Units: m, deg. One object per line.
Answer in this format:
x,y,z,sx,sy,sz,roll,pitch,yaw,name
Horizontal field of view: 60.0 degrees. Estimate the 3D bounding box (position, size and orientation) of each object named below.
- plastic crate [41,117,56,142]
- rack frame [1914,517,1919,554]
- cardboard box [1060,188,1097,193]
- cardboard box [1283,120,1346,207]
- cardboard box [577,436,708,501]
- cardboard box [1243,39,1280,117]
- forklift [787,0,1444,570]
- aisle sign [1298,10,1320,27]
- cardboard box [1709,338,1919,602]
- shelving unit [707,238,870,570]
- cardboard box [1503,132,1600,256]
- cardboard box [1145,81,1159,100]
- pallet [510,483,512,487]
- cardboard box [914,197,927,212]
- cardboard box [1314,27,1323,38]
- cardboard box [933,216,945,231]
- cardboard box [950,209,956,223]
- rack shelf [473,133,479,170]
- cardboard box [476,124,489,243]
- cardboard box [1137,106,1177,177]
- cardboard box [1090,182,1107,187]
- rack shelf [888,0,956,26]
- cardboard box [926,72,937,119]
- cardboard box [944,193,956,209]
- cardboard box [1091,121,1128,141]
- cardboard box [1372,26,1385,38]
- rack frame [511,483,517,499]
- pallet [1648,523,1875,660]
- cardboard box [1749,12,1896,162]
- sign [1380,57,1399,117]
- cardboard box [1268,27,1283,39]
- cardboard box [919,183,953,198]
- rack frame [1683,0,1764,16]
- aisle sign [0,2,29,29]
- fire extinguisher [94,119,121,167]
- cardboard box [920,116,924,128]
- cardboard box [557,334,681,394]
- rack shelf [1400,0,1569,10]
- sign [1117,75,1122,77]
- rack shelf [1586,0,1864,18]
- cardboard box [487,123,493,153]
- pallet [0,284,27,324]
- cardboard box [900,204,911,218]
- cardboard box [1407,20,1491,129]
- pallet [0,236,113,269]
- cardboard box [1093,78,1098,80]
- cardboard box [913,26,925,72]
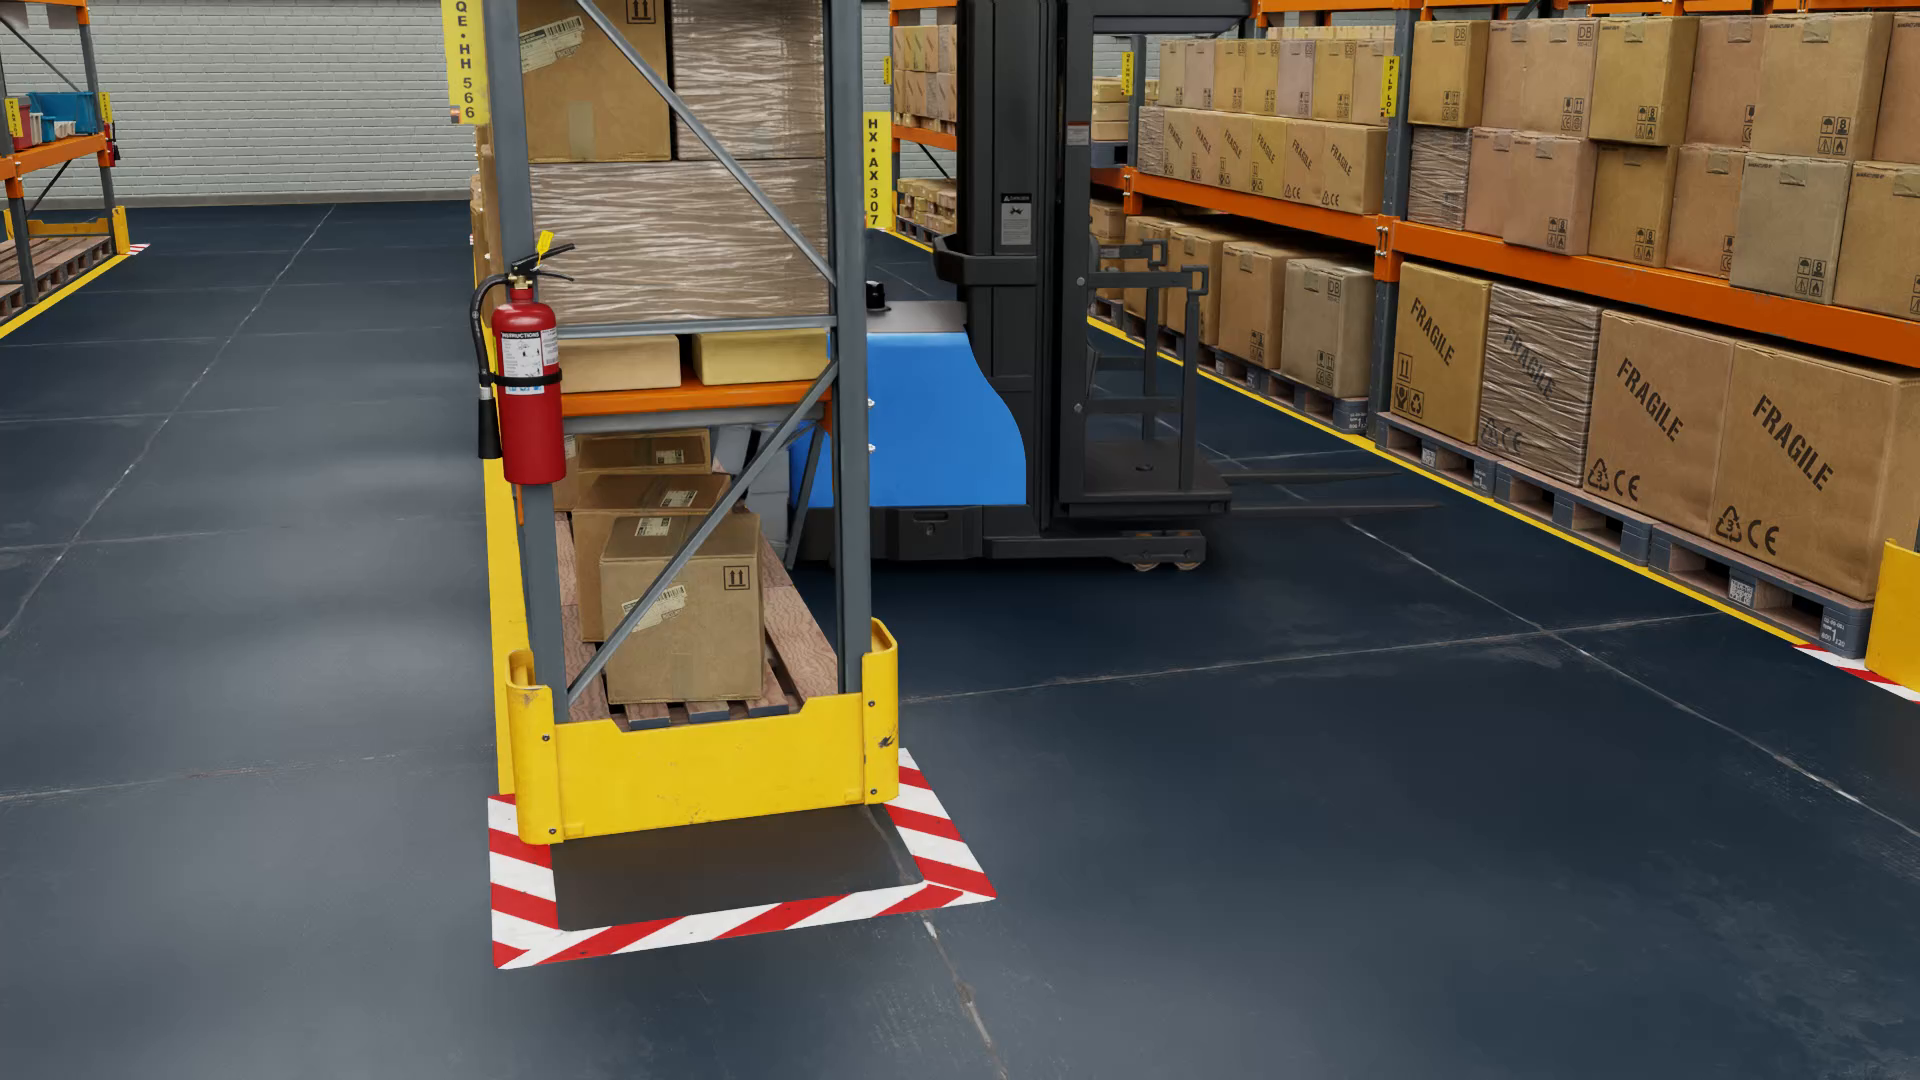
-9.115,-4.034,16.356,0.416,0.233,0.300,-5,17,-15,plastic crate
4.030,-0.964,5.946,1.000,3.000,0.127,-5,17,-15,rack frame
0.966,-3.132,15.477,0.500,0.250,0.500,-4,17,-13,cardboard box
2.392,-2.381,10.491,0.500,0.500,0.500,-5,17,-16,cardboard box
-1.273,-0.115,6.735,0.500,0.500,0.500,-3,17,-10,cardboard box
2.369,-3.155,11.331,0.700,0.500,0.500,-5,17,-16,cardboard box
0.714,-1.420,7.583,3.031,2.935,1.130,-1,17,-3,forklift
4.643,-7.098,21.850,0.394,0.787,0.004,-5,17,-15,aisle sign
3.780,-0.330,6.799,0.875,0.875,0.875,-5,17,-15,cardboard box
-0.956,-0.775,7.574,0.538,1.500,1.048,8,17,-22,shelving unit
3.252,-1.732,8.243,0.875,0.550,0.550,-5,17,-15,cardboard box
1.751,-3.828,14.154,0.380,0.149,0.250,-5,17,-16,cardboard box
-2.081,-0.586,9.535,1.003,0.211,1.213,-5,17,-15,pallet
-0.330,-3.982,19.703,0.380,0.149,0.250,-4,17,-14,cardboard box
4.538,-6.166,20.226,0.380,0.149,0.250,-5,17,-15,cardboard box
-0.093,-3.628,19.042,0.380,0.149,0.250,-5,17,-15,cardboard box
0.100,-3.616,18.484,0.380,0.149,0.250,-4,17,-14,cardboard box
-4.614,-4.128,17.729,1.077,0.370,4.000,-5,17,-15,rack shelf
-1.698,-1.626,7.460,0.875,0.500,0.500,-5,17,-15,cardboard box
1.695,-3.079,12.814,0.500,0.500,0.500,-5,17,-15,cardboard box
1.308,-3.317,16.092,0.500,0.250,0.500,-4,17,-13,cardboard box
0.183,-5.928,18.510,1.077,0.370,4.000,-5,17,-15,rack shelf
-0.069,-5.011,18.728,0.500,0.500,0.500,-5,17,-17,cardboard box
0.041,-3.763,18.457,0.380,0.149,0.250,-6,18,-18,cardboard box
1.254,-3.358,13.622,0.380,0.149,0.250,-4,17,-14,cardboard box
4.959,-5.820,19.073,0.380,0.149,0.250,-5,17,-16,cardboard box
-1.866,-1.706,8.417,1.000,3.000,0.127,-5,17,-15,rack frame
3.735,0.157,7.063,1.003,0.211,1.213,-5,17,-15,pallet
3.725,-1.803,6.603,0.875,0.550,0.550,-5,17,-15,cardboard box
2.412,-2.541,9.323,0.100,0.325,0.005,-5,17,-15,sign
4.196,-6.526,21.425,0.380,0.149,0.250,-4,17,-14,cardboard box
-0.264,-4.130,19.678,0.380,0.149,0.250,-6,18,-18,cardboard box
6.563,-3.596,14.709,1.000,3.000,0.127,-5,17,-15,rack frame
-10.231,-5.875,17.778,0.394,0.787,0.004,-5,17,-15,aisle sign
-9.531,-4.496,18.487,0.296,0.674,0.183,-5,17,-15,fire extinguisher
-0.258,-4.947,19.643,0.380,0.149,0.250,-4,17,-13,cardboard box
-1.043,-0.542,4.978,0.380,0.149,0.250,-5,17,-15,cardboard box
3.480,-2.609,7.460,1.077,0.370,4.000,-5,17,-15,rack shelf
2.729,-7.509,27.267,0.327,0.218,0.001,-5,17,-15,sign
9.686,-6.741,21.216,1.077,0.370,4.000,-5,17,-15,rack shelf
-1.298,-1.539,5.433,0.500,0.500,0.500,-5,17,-15,cardboard box
-8.655,-1.975,14.160,1.003,0.211,1.213,-5,17,-15,pallet
-0.531,-4.055,20.463,0.380,0.149,0.250,-4,17,-14,cardboard box
2.999,-2.554,9.104,0.875,0.550,0.550,-5,17,-15,cardboard box
-9.737,-3.067,17.795,1.003,0.211,1.213,-5,17,-15,pallet
1.388,-4.193,15.368,0.380,0.149,0.250,-6,18,-18,cardboard box
-0.233,-5.629,19.048,0.500,0.500,0.500,-5,17,-16,cardboard box
